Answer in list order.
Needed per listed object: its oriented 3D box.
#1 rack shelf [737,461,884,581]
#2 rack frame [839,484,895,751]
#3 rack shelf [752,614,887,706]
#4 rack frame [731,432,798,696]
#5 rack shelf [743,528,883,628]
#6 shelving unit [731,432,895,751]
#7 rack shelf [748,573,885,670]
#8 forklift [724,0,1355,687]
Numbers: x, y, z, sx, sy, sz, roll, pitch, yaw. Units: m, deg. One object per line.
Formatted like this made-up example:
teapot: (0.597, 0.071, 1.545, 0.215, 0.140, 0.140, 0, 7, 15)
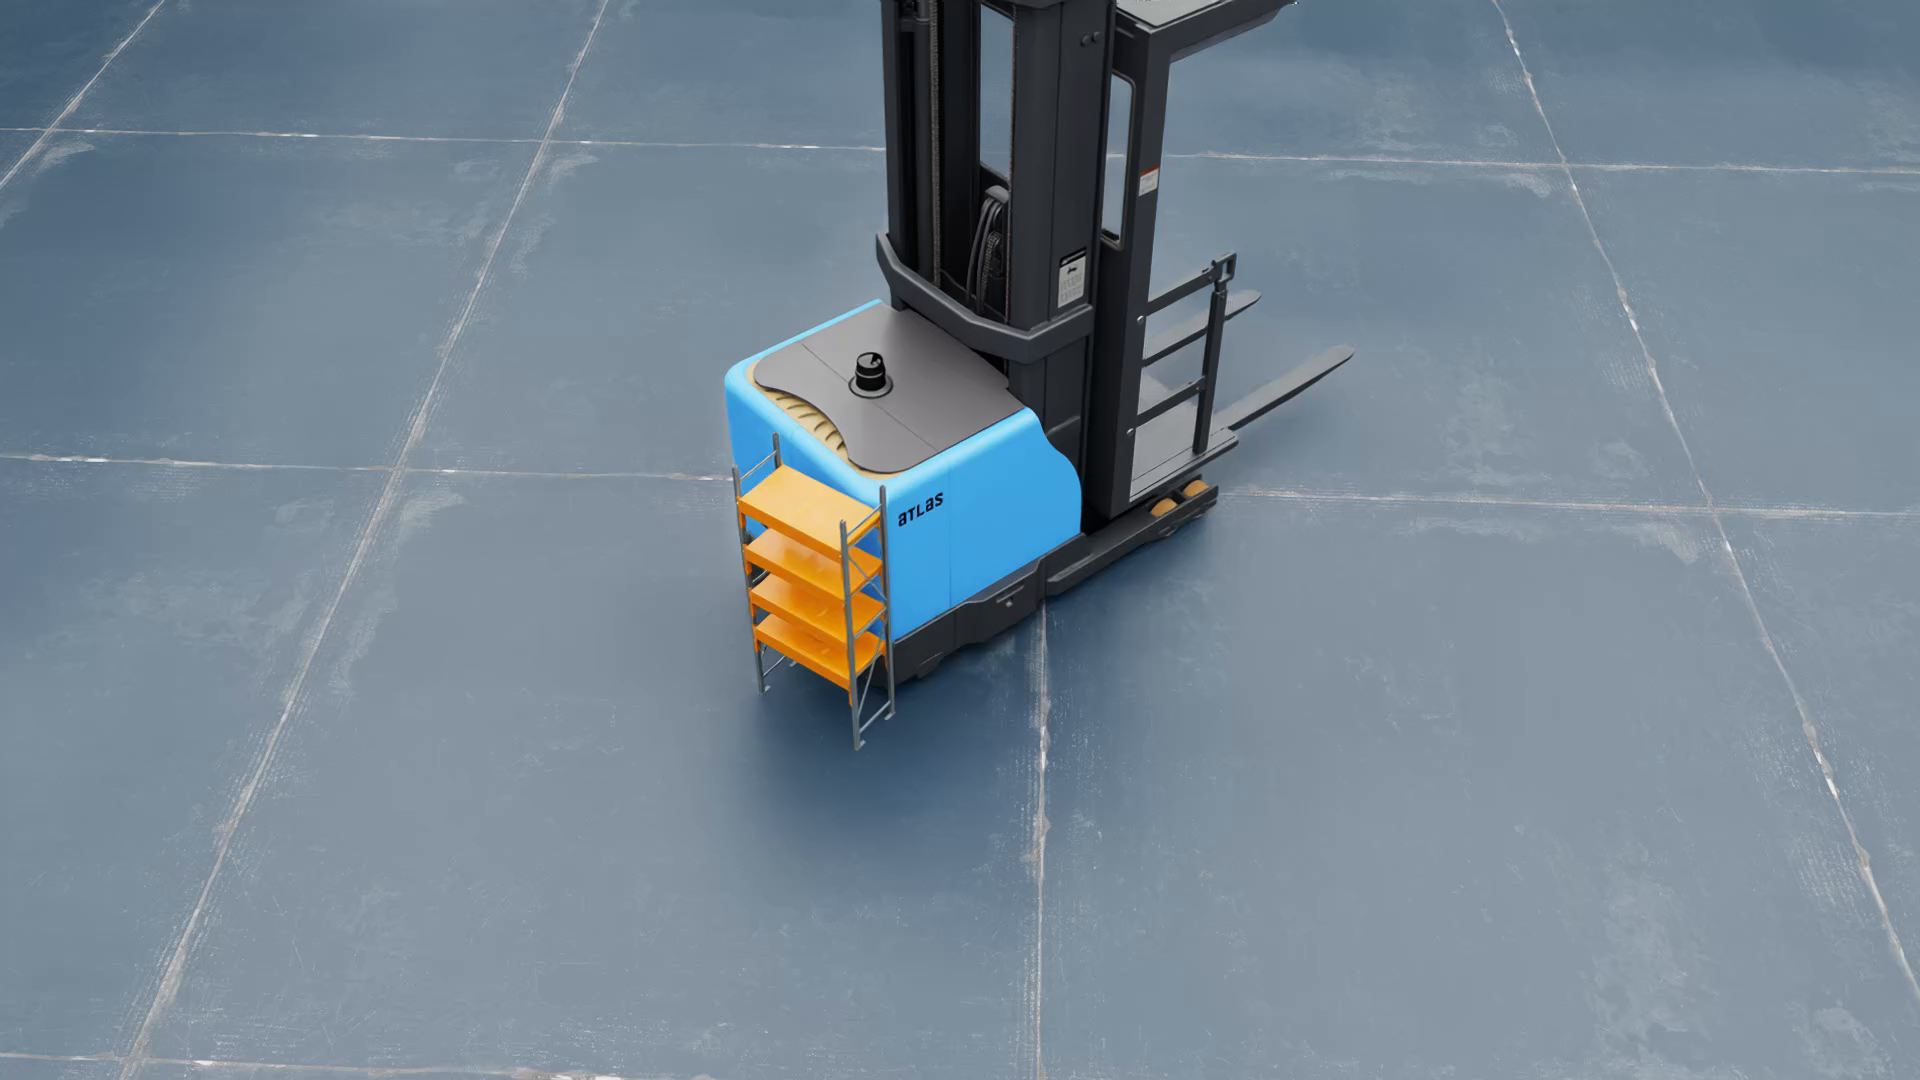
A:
rack shelf: (-0.532, -0.073, 5.957, 0.480, 0.148, 0.258, 26, 49, 25)
rack frame: (-0.334, 0.312, 6.120, 0.015, 1.200, 0.240, 26, 49, 25)
rack shelf: (-0.531, 0.409, 6.406, 0.480, 0.148, 0.258, 26, 49, 25)
rack frame: (-0.729, 0.117, 6.330, 0.015, 1.200, 0.240, 26, 49, 25)
rack shelf: (-0.532, 0.100, 6.118, 0.480, 0.148, 0.258, 26, 49, 25)
shelving unit: (-0.532, 0.215, 6.225, 0.503, 1.200, 0.258, 26, 49, 25)
rack shelf: (-0.532, 0.264, 6.271, 0.480, 0.148, 0.258, 26, 49, 25)
forklift: (0.522, -1.339, 6.622, 3.031, 2.935, 1.130, -29, 50, -28)
